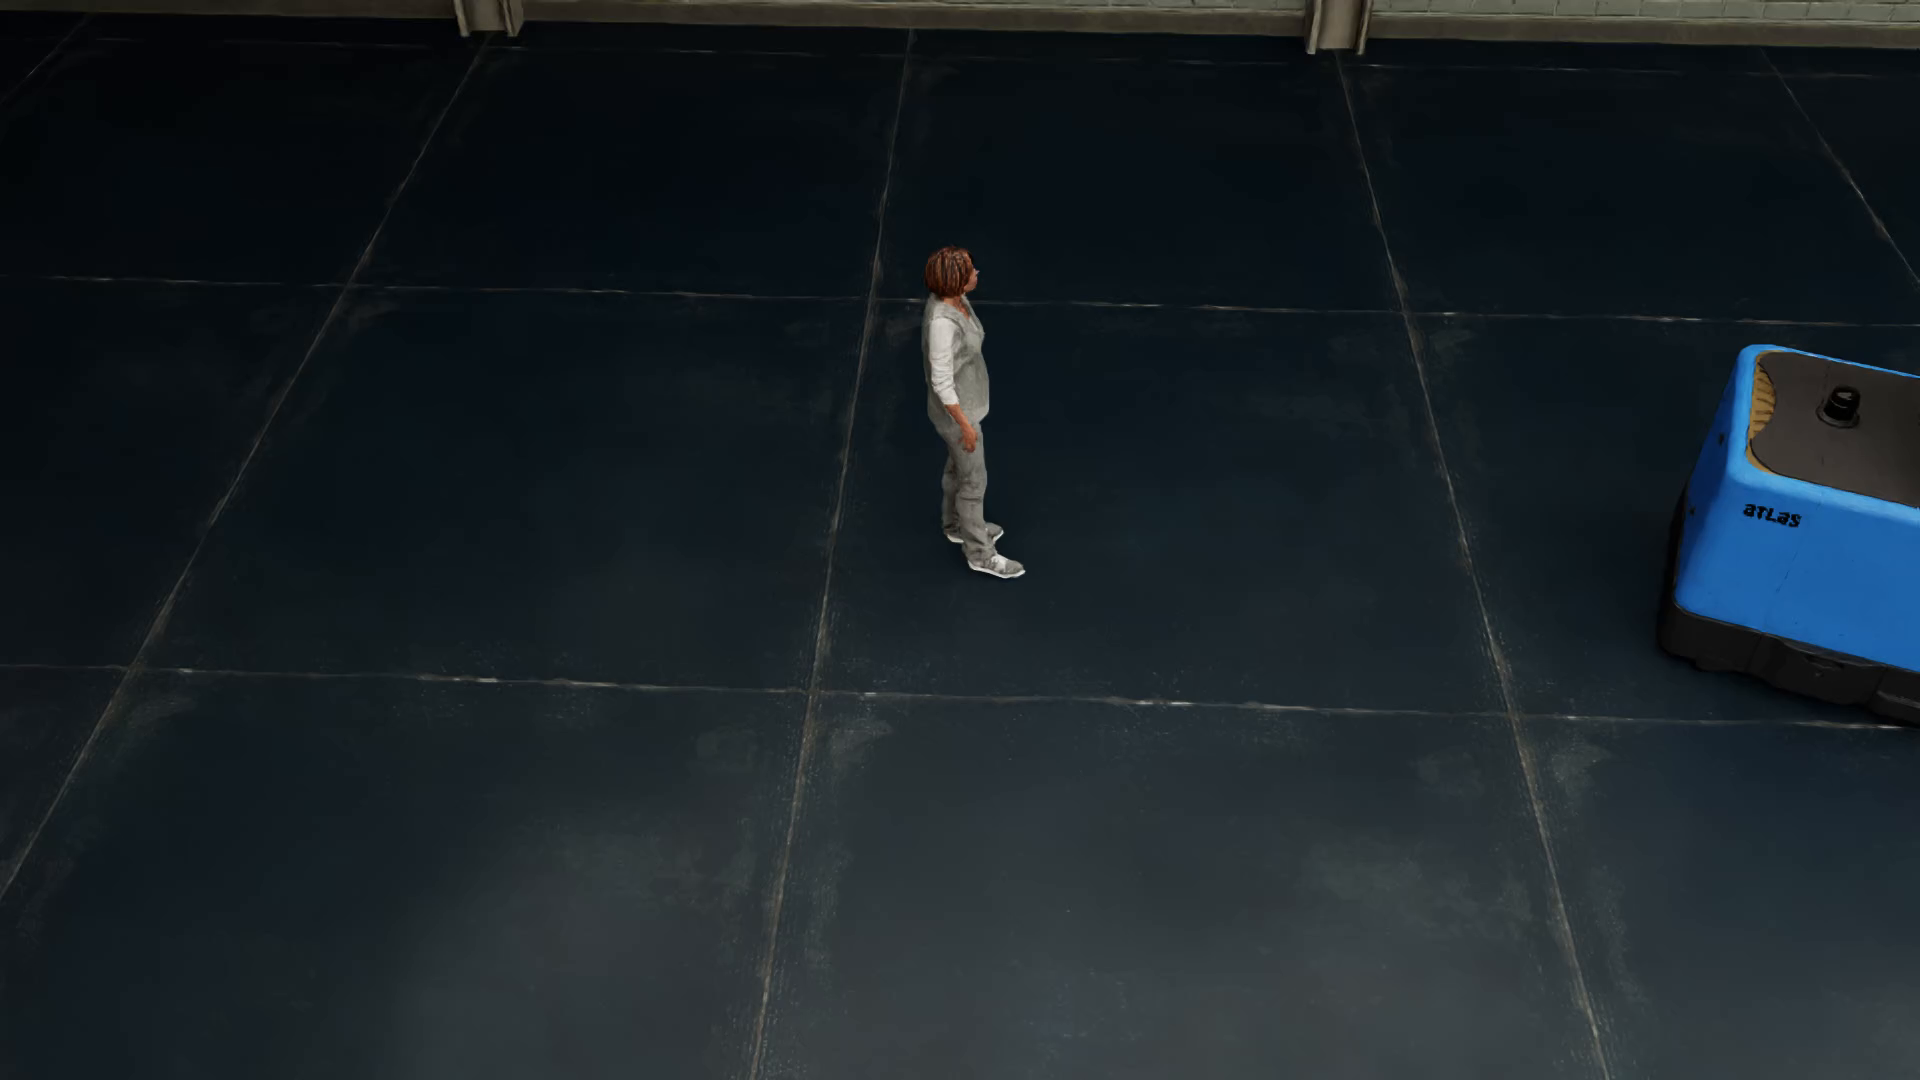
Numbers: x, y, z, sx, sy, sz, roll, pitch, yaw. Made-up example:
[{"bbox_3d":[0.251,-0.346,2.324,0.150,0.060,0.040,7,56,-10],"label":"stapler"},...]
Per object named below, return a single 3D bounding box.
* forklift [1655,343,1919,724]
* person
[{"bbox_3d":[4.638,-0.489,6.278,3.031,2.935,1.130,16,45,16],"label":"forklift"},{"bbox_3d":[0.073,-0.584,7.360,0.474,1.597,0.521,2,42,2],"label":"person"}]
